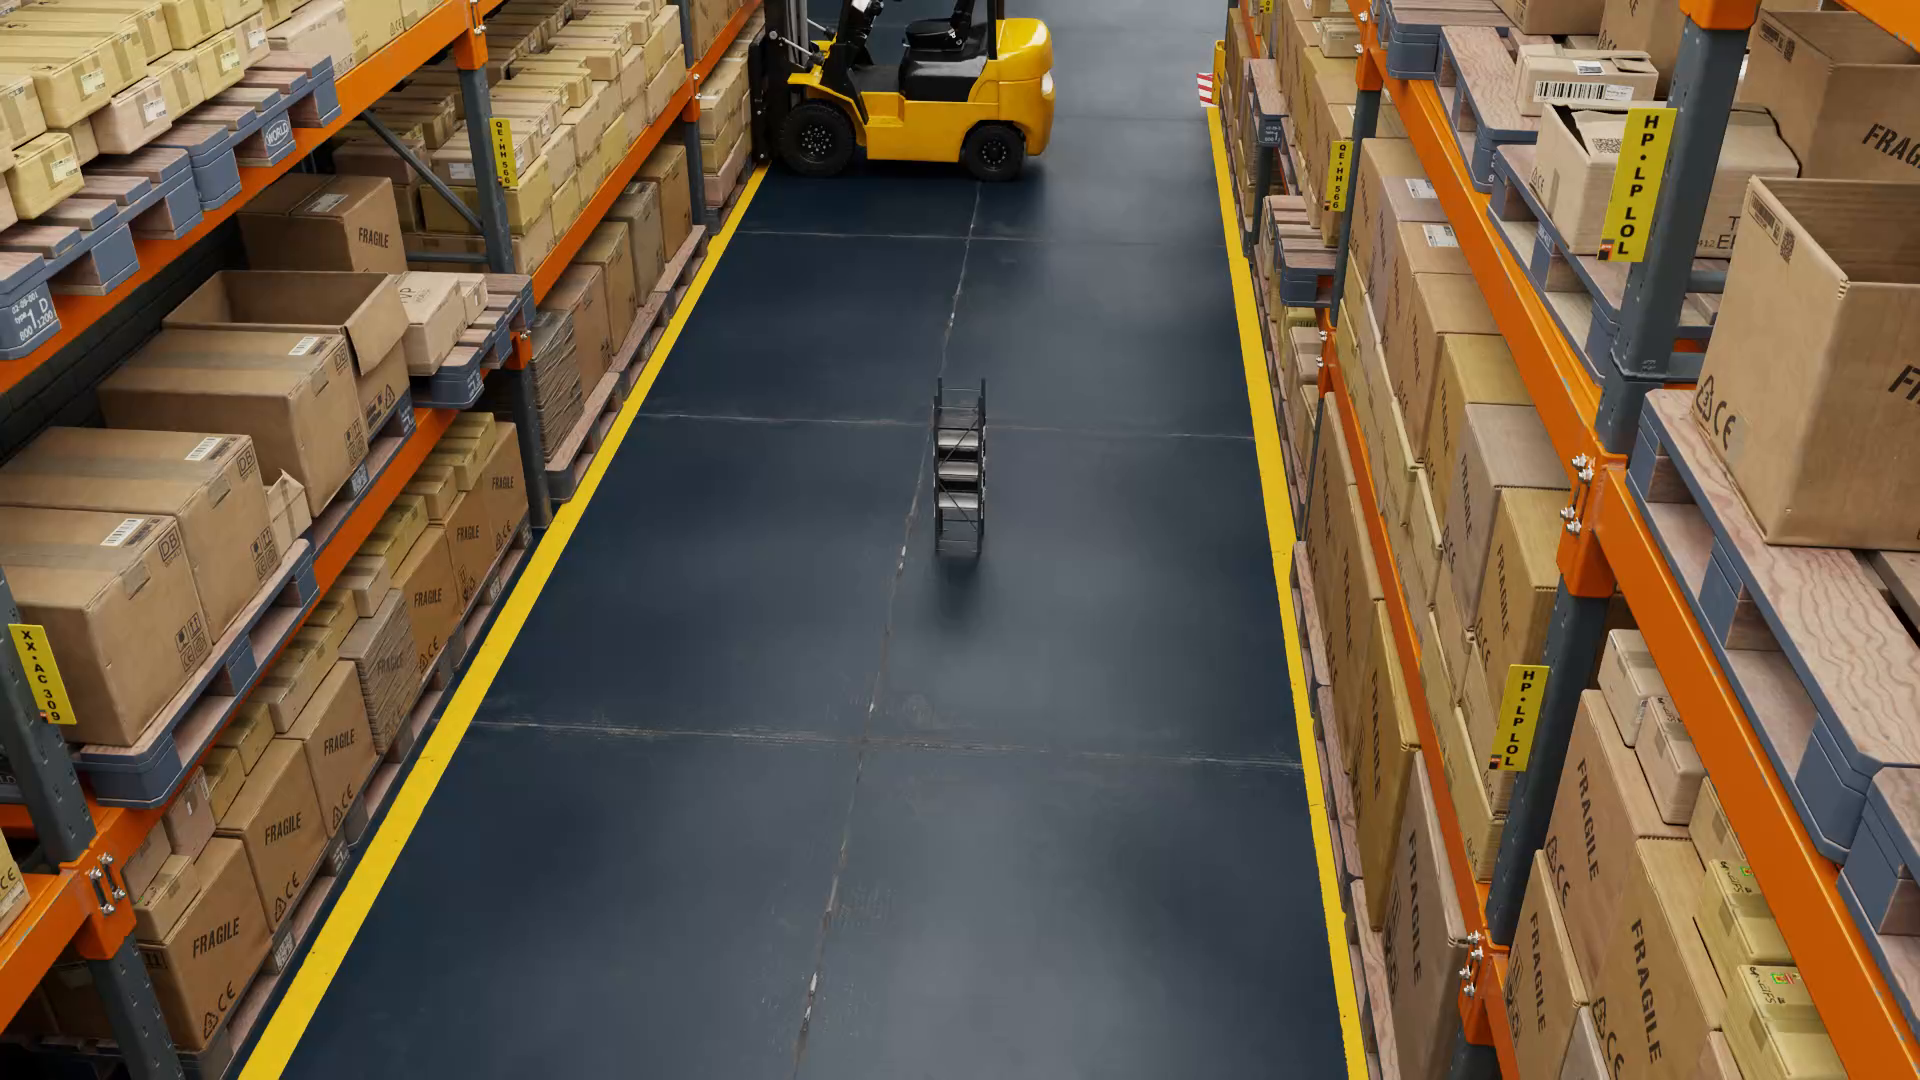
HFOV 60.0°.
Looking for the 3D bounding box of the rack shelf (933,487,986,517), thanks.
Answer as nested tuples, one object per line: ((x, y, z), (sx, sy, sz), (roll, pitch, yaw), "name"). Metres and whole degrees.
((-0.001, -0.197, 8.619), (0.258, 0.077, 0.200), (2, 32, 4), "rack shelf")

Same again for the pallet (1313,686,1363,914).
((2.019, 1.064, 6.823), (1.003, 0.211, 1.213), (2, 32, 4), "pallet")

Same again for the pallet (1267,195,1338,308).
((2.212, -1.464, 8.450), (1.213, 0.211, 1.003), (2, 32, 4), "pallet")

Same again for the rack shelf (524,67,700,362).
((-2.525, -2.118, 10.014), (1.077, 0.370, 4.000), (2, 32, 4), "rack shelf")

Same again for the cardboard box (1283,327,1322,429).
((2.368, -0.910, 9.472), (0.950, 0.372, 0.625), (2, 32, 3), "cardboard box")

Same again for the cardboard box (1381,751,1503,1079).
((1.905, 1.321, 5.372), (0.875, 0.875, 0.875), (3, 32, 6), "cardboard box")

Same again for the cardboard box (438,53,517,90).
((-2.757, -2.680, 9.526), (0.380, 0.149, 0.250), (3, 32, 5), "cardboard box")

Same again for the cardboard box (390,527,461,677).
((-2.599, 0.272, 7.432), (0.500, 0.500, 0.500), (4, 32, 6), "cardboard box")

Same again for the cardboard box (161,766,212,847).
((-2.745, 0.881, 5.541), (0.380, 0.149, 0.250), (1, 32, 2), "cardboard box")

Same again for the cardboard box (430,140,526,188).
((-2.368, -1.851, 8.182), (0.380, 0.149, 0.250), (3, 32, 5), "cardboard box")

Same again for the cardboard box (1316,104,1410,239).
((2.020, -1.766, 7.978), (0.500, 0.500, 0.500), (2, 32, 3), "cardboard box")

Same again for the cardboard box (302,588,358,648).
((-2.682, 0.318, 6.739), (0.380, 0.149, 0.250), (3, 32, 4), "cardboard box")

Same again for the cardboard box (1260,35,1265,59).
((2.321, -3.465, 11.753), (0.380, 0.149, 0.250), (3, 32, 5), "cardboard box")

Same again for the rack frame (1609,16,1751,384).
((1.934, -1.631, 2.819), (1.000, 3.000, 0.127), (2, 32, 4), "rack frame")

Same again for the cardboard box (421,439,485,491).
((-2.467, -0.356, 7.833), (0.380, 0.149, 0.250), (1, 32, 1), "cardboard box")

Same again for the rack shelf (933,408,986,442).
((-0.001, -0.580, 8.383), (0.258, 0.077, 0.200), (2, 32, 4), "rack shelf")

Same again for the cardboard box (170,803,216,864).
((-2.773, 0.998, 5.636), (0.380, 0.149, 0.250), (2, 32, 3), "cardboard box")

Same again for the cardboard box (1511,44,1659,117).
((1.939, -1.428, 5.172), (0.380, 0.166, 0.250), (5, 32, 8), "cardboard box")

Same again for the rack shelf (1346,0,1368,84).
((2.423, -3.185, 8.886), (1.077, 0.370, 4.000), (2, 32, 4), "rack shelf")

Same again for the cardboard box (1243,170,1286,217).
((2.366, -2.589, 12.313), (0.500, 0.250, 0.500), (4, 32, 6), "cardboard box")

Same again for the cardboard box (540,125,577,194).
((-2.366, -2.011, 8.821), (0.500, 0.250, 0.500), (3, 32, 6), "cardboard box")

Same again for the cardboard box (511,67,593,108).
((-2.273, -2.527, 9.278), (0.380, 0.149, 0.250), (3, 32, 5), "cardboard box")

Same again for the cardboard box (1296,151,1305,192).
((2.015, -1.975, 8.934), (0.380, 0.149, 0.250), (3, 32, 5), "cardboard box")

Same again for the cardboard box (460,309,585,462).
((-2.623, -0.872, 9.169), (0.875, 0.625, 0.625), (3, 32, 6), "cardboard box")

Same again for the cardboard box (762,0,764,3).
((-1.763, -4.742, 14.853), (0.500, 0.250, 0.500), (3, 32, 6), "cardboard box")

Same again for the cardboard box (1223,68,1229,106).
((2.570, -3.950, 14.521), (0.500, 0.250, 0.500), (2, 32, 4), "cardboard box")

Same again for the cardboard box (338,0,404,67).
((-2.527, -2.050, 6.502), (0.500, 0.250, 0.500), (3, 32, 4), "cardboard box")

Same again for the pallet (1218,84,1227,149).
((2.804, -3.702, 14.555), (1.003, 0.211, 1.213), (2, 32, 4), "pallet")

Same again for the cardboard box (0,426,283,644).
((-2.709, -0.023, 5.432), (0.700, 0.500, 0.500), (3, 32, 5), "cardboard box")

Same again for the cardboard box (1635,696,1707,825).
((1.645, 0.467, 3.466), (0.380, 0.149, 0.250), (3, 32, 5), "cardboard box")

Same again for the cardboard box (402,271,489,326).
((-2.359, -1.091, 7.500), (0.380, 0.149, 0.250), (3, 32, 5), "cardboard box")

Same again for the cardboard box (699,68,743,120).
((-1.958, -3.411, 12.693), (0.500, 0.250, 0.500), (3, 32, 4), "cardboard box")

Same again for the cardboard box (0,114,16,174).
((-2.552, -0.943, 4.022), (0.380, 0.149, 0.250), (3, 32, 5), "cardboard box")

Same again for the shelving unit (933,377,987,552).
((-0.001, -0.379, 8.507), (0.258, 0.900, 0.210), (2, 32, 4), "shelving unit")

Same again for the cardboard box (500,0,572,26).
((-2.700, -3.346, 10.606), (0.380, 0.149, 0.250), (2, 32, 4), "cardboard box")

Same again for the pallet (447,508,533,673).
((-2.786, 0.197, 8.229), (1.003, 0.211, 1.213), (2, 32, 4), "pallet")

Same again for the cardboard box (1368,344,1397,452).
((1.877, -0.533, 6.422), (0.500, 0.250, 0.500), (2, 32, 4), "cardboard box")

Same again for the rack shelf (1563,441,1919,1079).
((1.772, 0.998, 2.098), (1.077, 0.370, 4.000), (2, 32, 4), "rack shelf")

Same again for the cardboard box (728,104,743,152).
((-1.976, -3.195, 12.819), (0.500, 0.250, 0.500), (2, 32, 4), "cardboard box")

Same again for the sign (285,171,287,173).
((-3.241, -1.894, 7.860), (0.100, 0.325, 0.005), (2, 32, 4), "sign")

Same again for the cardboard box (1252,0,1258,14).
((2.447, -4.213, 12.349), (0.500, 0.500, 0.500), (3, 32, 5), "cardboard box")

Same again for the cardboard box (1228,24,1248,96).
((2.530, -3.983, 13.860), (0.500, 0.500, 0.500), (1, 32, 2), "cardboard box")

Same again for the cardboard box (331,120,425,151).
((-2.953, -2.018, 8.451), (0.380, 0.149, 0.250), (3, 32, 5), "cardboard box")

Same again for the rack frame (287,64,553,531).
((-2.688, -1.379, 8.128), (1.000, 3.000, 0.127), (2, 32, 4), "rack frame")

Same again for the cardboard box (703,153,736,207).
((-1.992, -2.717, 12.521), (0.500, 0.250, 0.500), (3, 32, 4), "cardboard box")

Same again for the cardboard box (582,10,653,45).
((-2.133, -3.196, 10.364), (0.380, 0.149, 0.250), (2, 32, 2), "cardboard box")

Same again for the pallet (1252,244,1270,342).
((2.524, -1.666, 11.252), (1.003, 0.211, 1.213), (2, 32, 4), "pallet")

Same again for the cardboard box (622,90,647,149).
((-2.249, -2.610, 10.269), (0.500, 0.250, 0.500), (3, 32, 4), "cardboard box")

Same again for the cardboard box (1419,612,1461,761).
((1.762, 0.475, 5.263), (0.500, 0.250, 0.500), (2, 32, 3), "cardboard box")

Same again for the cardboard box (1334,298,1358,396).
((1.969, -0.860, 7.429), (0.500, 0.250, 0.500), (2, 32, 3), "cardboard box")

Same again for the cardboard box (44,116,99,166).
((-2.614, -1.088, 4.541), (0.380, 0.149, 0.250), (3, 32, 4), "cardboard box")

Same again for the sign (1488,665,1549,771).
((1.393, 0.446, 4.140), (0.100, 0.325, 0.005), (2, 32, 4), "sign")

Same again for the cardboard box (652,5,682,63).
((-2.147, -3.352, 10.996), (0.500, 0.250, 0.500), (2, 32, 3), "cardboard box")

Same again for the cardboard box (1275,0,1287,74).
((2.221, -3.113, 10.164), (0.500, 0.500, 0.500), (3, 32, 4), "cardboard box")

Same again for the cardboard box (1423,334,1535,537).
((1.816, -0.325, 5.369), (0.500, 0.500, 0.500), (3, 32, 5), "cardboard box")

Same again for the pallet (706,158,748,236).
((-2.255, -2.697, 12.925), (1.003, 0.211, 1.213), (2, 32, 4), "pallet")

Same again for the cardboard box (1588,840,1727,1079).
((1.607, 0.957, 3.289), (0.500, 0.500, 0.500), (2, 32, 3), "cardboard box")

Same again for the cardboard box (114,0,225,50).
((-2.515, -1.619, 5.120), (0.380, 0.149, 0.250), (3, 32, 4), "cardboard box")
